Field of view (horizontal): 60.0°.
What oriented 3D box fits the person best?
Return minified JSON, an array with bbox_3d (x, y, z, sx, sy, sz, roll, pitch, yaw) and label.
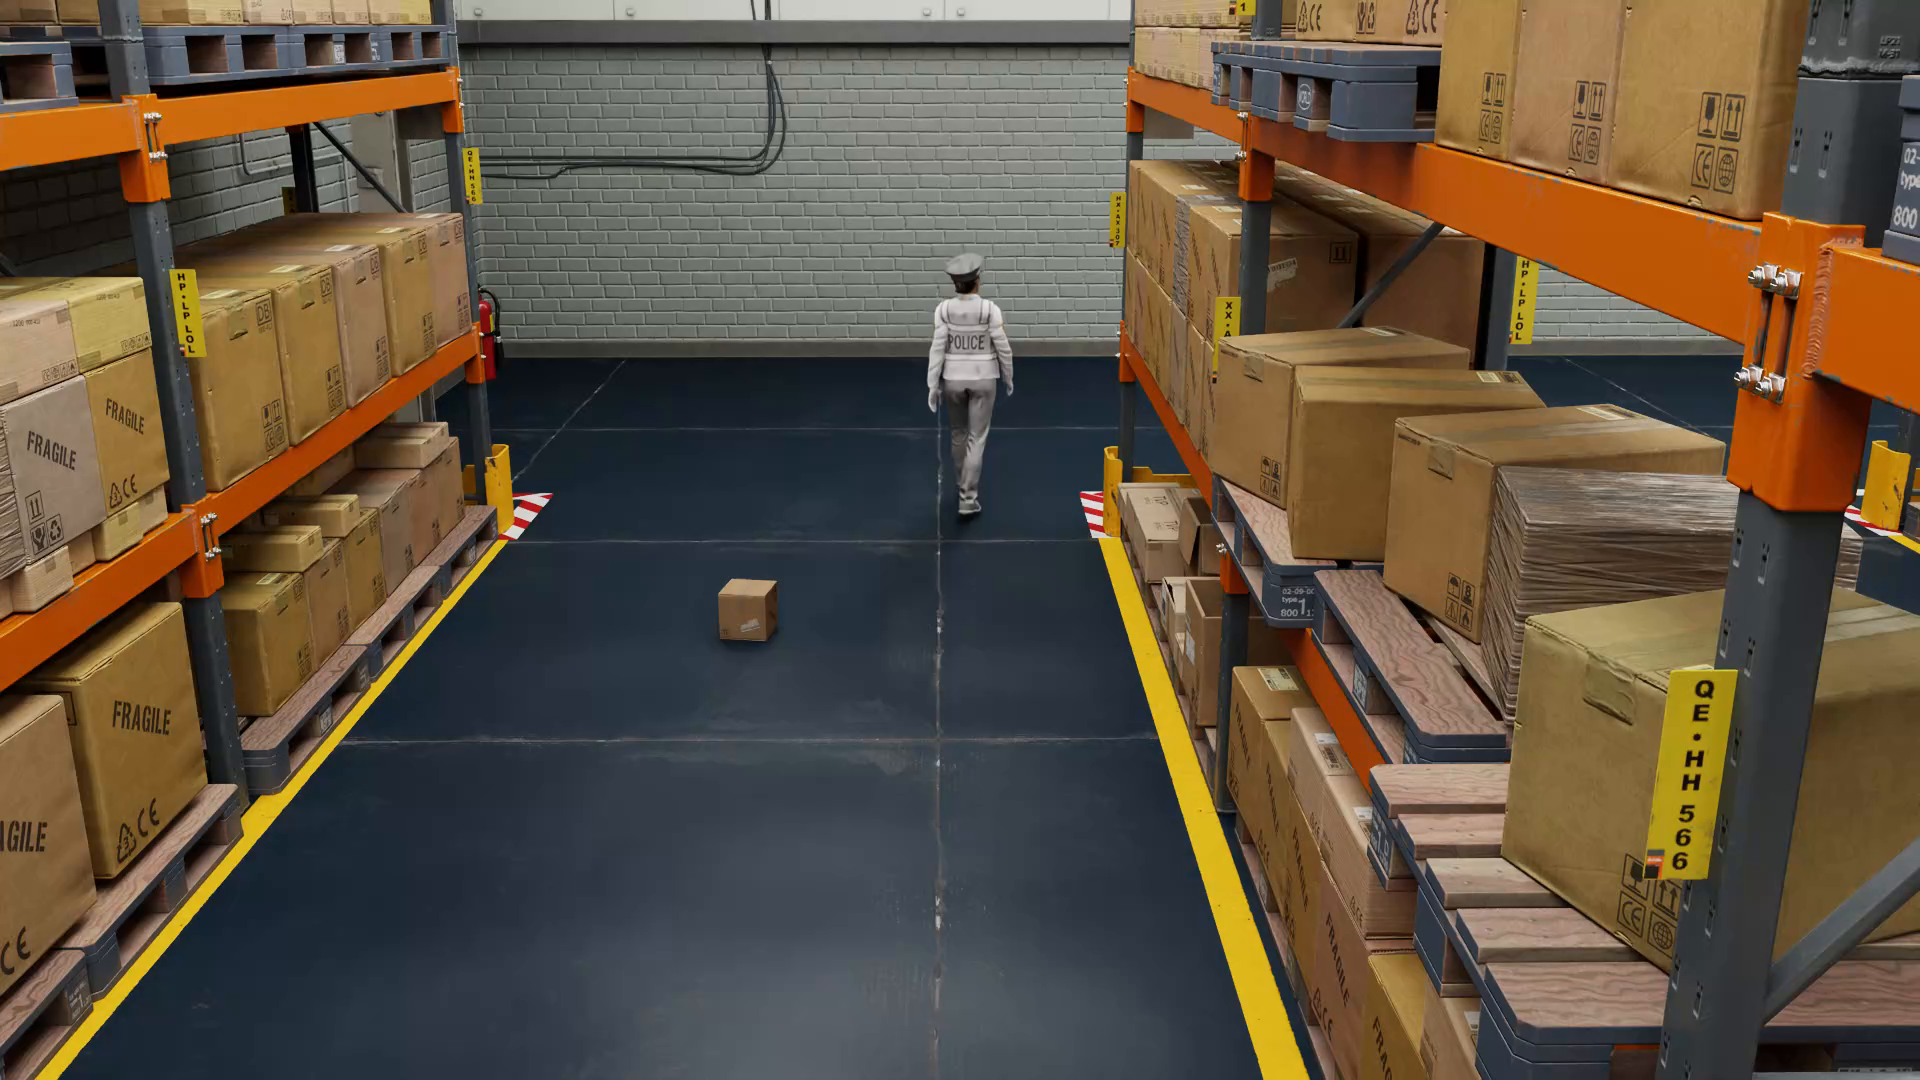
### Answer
[{"bbox_3d":[0.097,-1.052,10.831,0.526,1.645,0.922,5,18,16],"label":"person"}]
